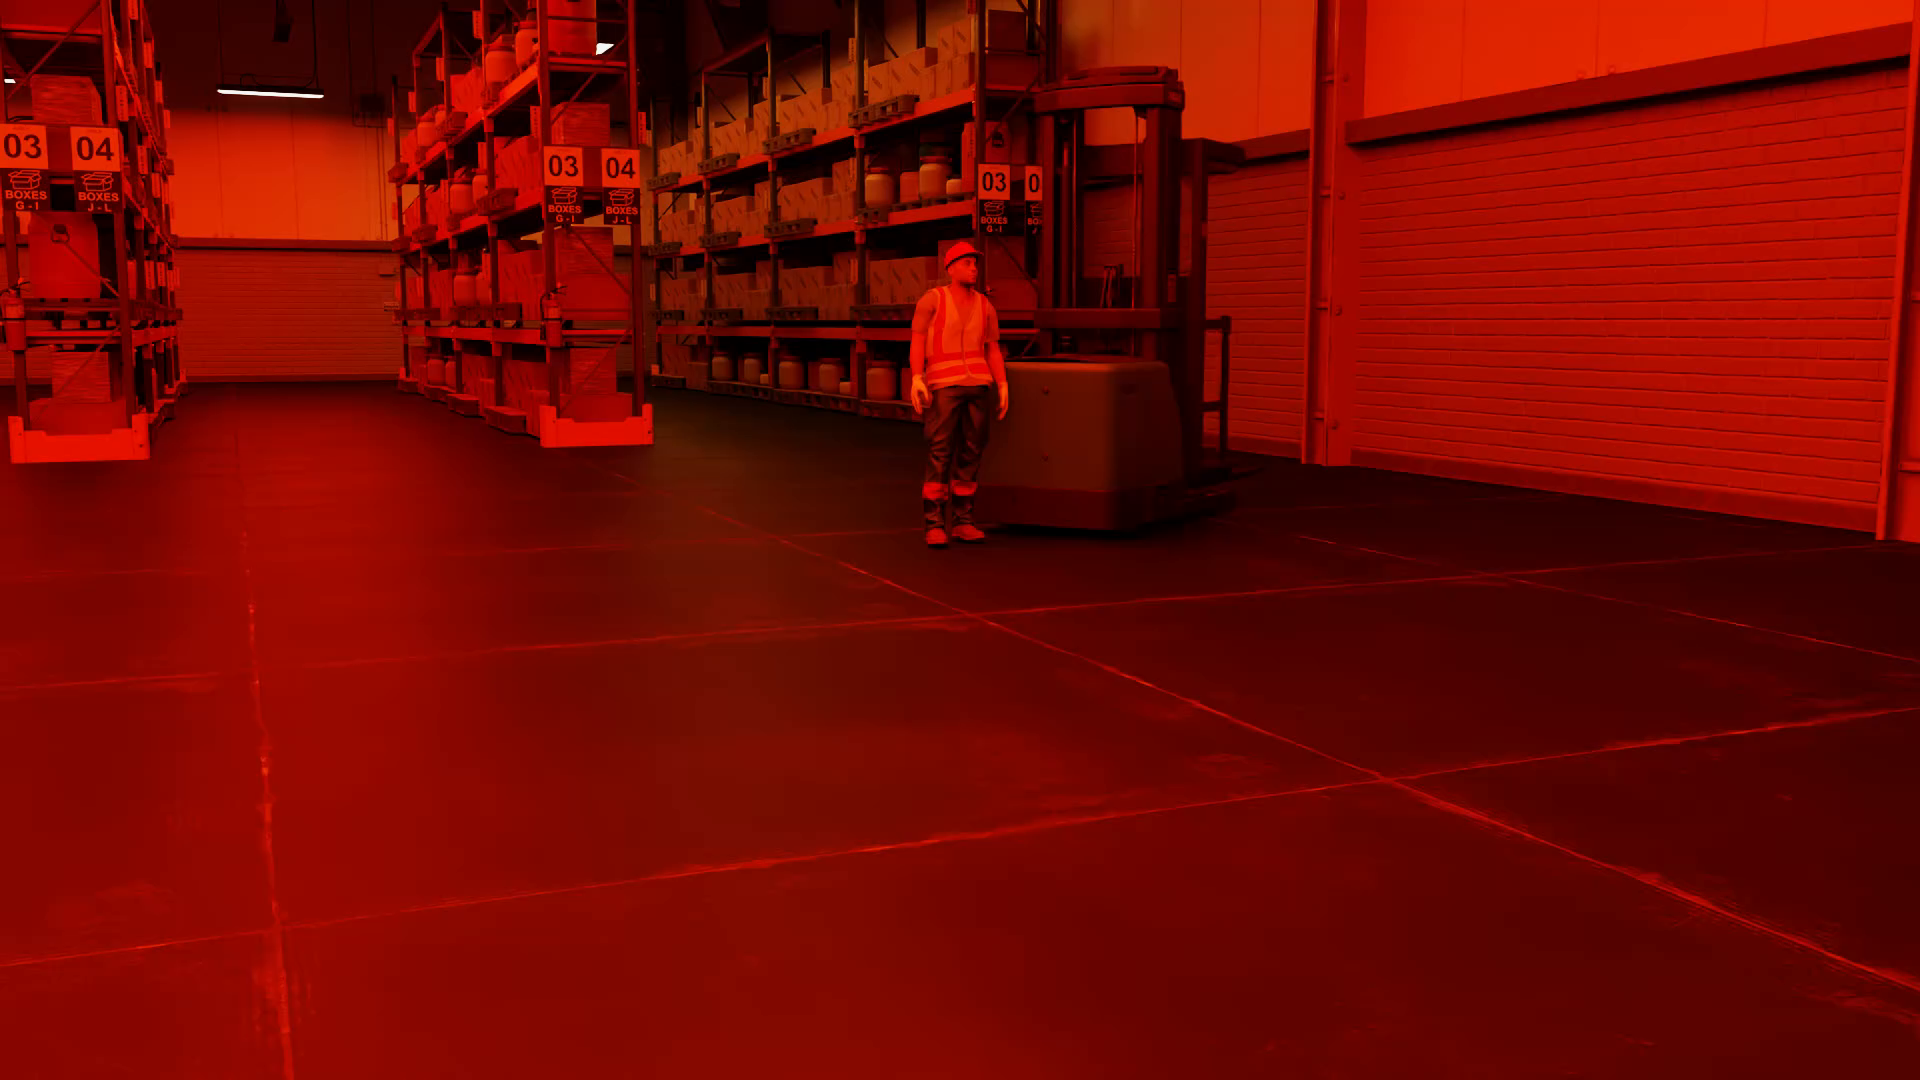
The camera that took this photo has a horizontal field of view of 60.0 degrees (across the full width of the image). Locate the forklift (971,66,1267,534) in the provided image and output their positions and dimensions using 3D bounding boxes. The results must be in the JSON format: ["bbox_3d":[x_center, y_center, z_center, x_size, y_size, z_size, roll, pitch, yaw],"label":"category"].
[{"bbox_3d":[1.259,-1.640,11.377,1.130,2.935,3.031,5,9,31],"label":"forklift"}]

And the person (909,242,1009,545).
[{"bbox_3d":[0.020,-0.884,9.958,0.637,1.787,0.564,-3,8,-23],"label":"person"}]
